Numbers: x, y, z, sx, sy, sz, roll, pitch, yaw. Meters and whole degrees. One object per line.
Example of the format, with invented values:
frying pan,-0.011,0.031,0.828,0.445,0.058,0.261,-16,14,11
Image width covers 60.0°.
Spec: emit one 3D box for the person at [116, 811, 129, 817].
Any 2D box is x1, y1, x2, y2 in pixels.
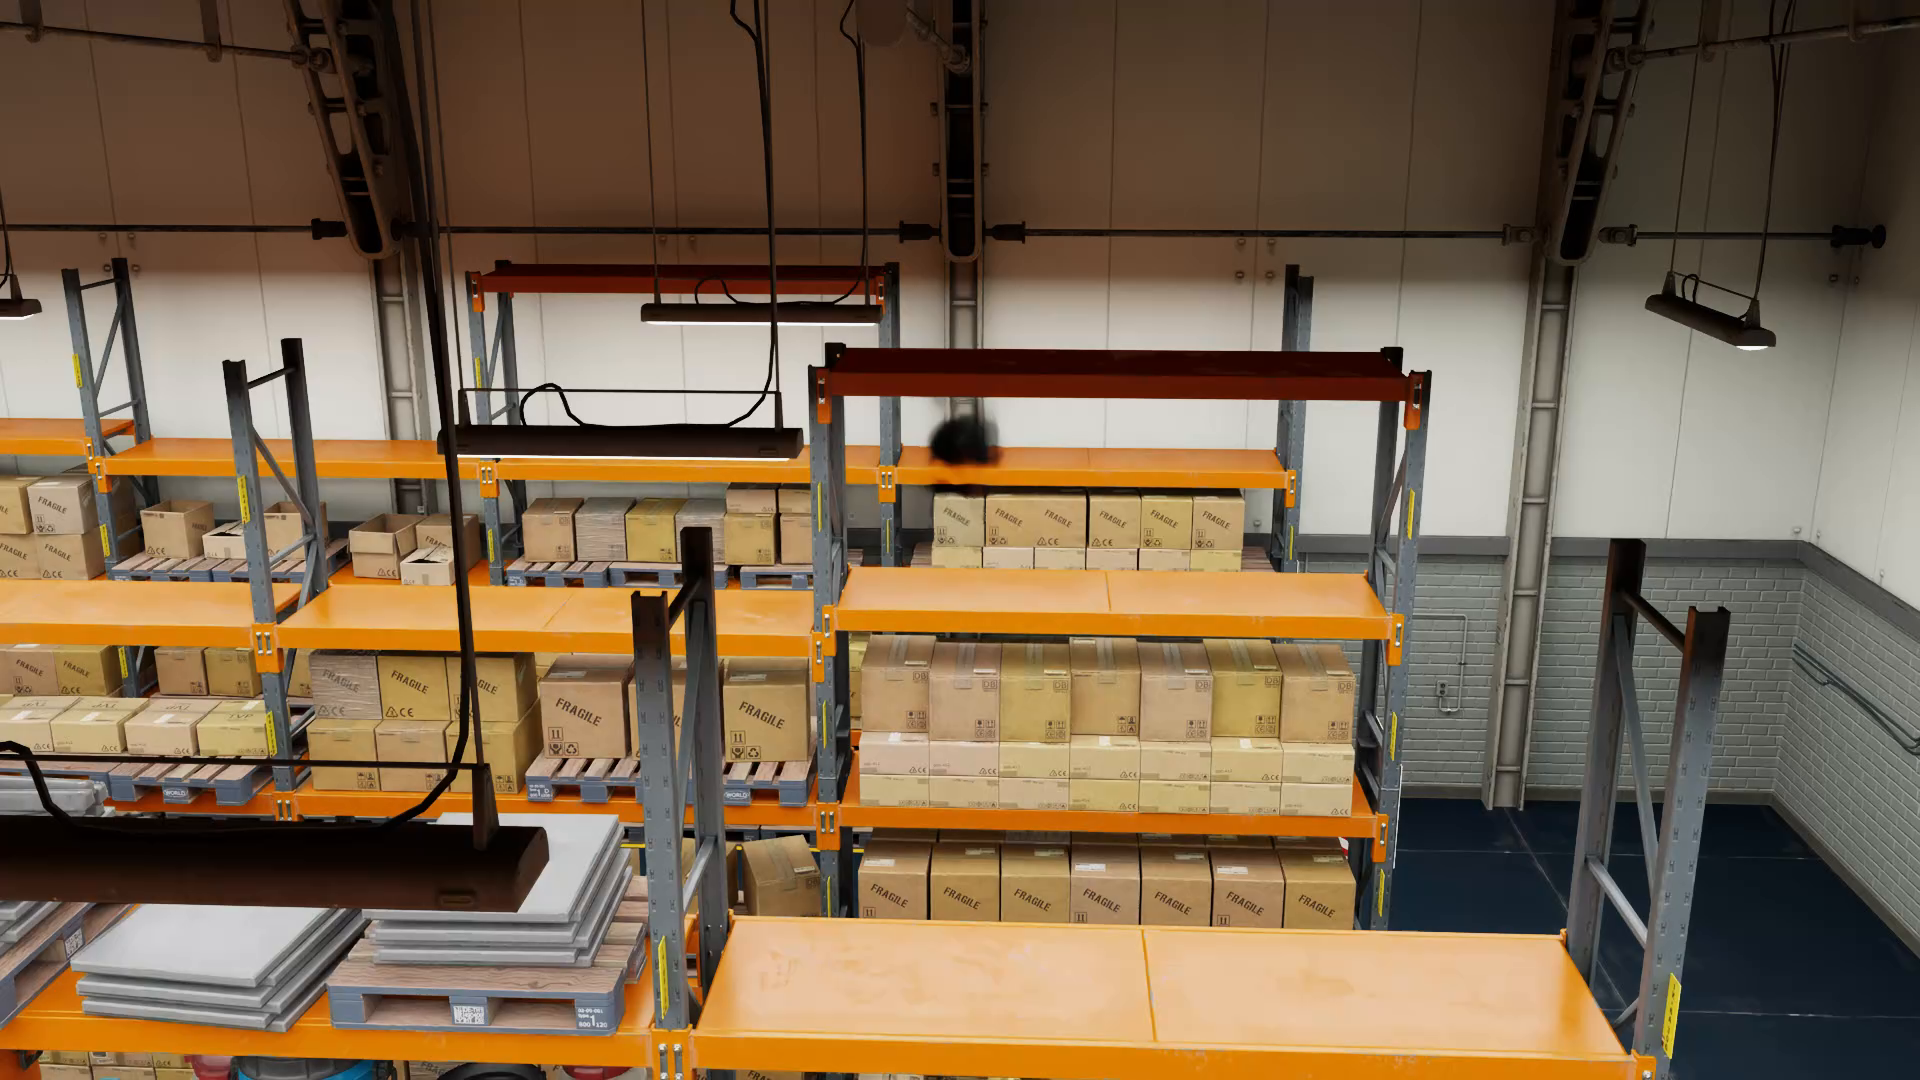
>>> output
person,-7.384,3.103,14.819,0.872,1.765,0.711,2,16,6
